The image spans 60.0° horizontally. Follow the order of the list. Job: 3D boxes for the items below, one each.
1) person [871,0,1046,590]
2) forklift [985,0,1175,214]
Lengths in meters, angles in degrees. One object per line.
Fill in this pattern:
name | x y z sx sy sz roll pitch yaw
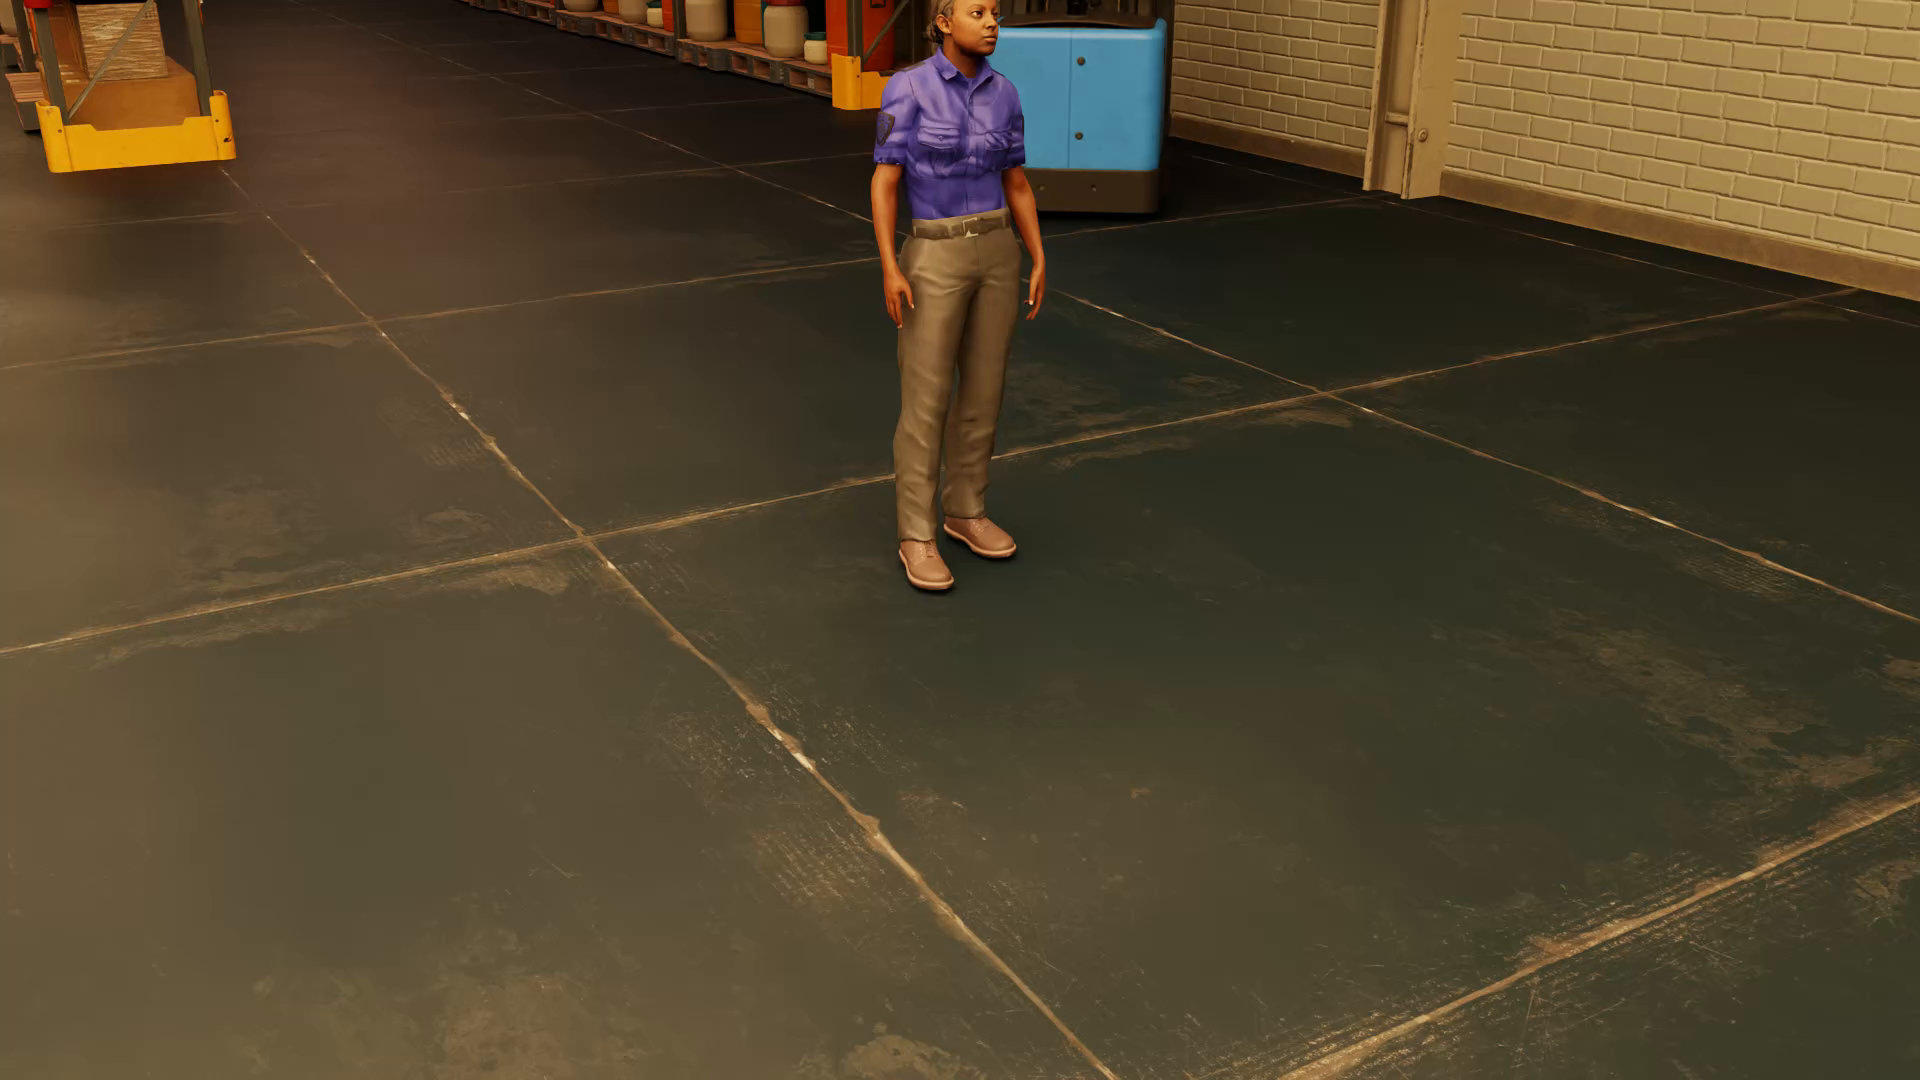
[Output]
person | 0.027 -0.739 4.739 0.569 1.654 0.504 -12 25 -28
forklift | 0.820 -3.742 10.394 1.130 2.935 3.031 3 22 7
